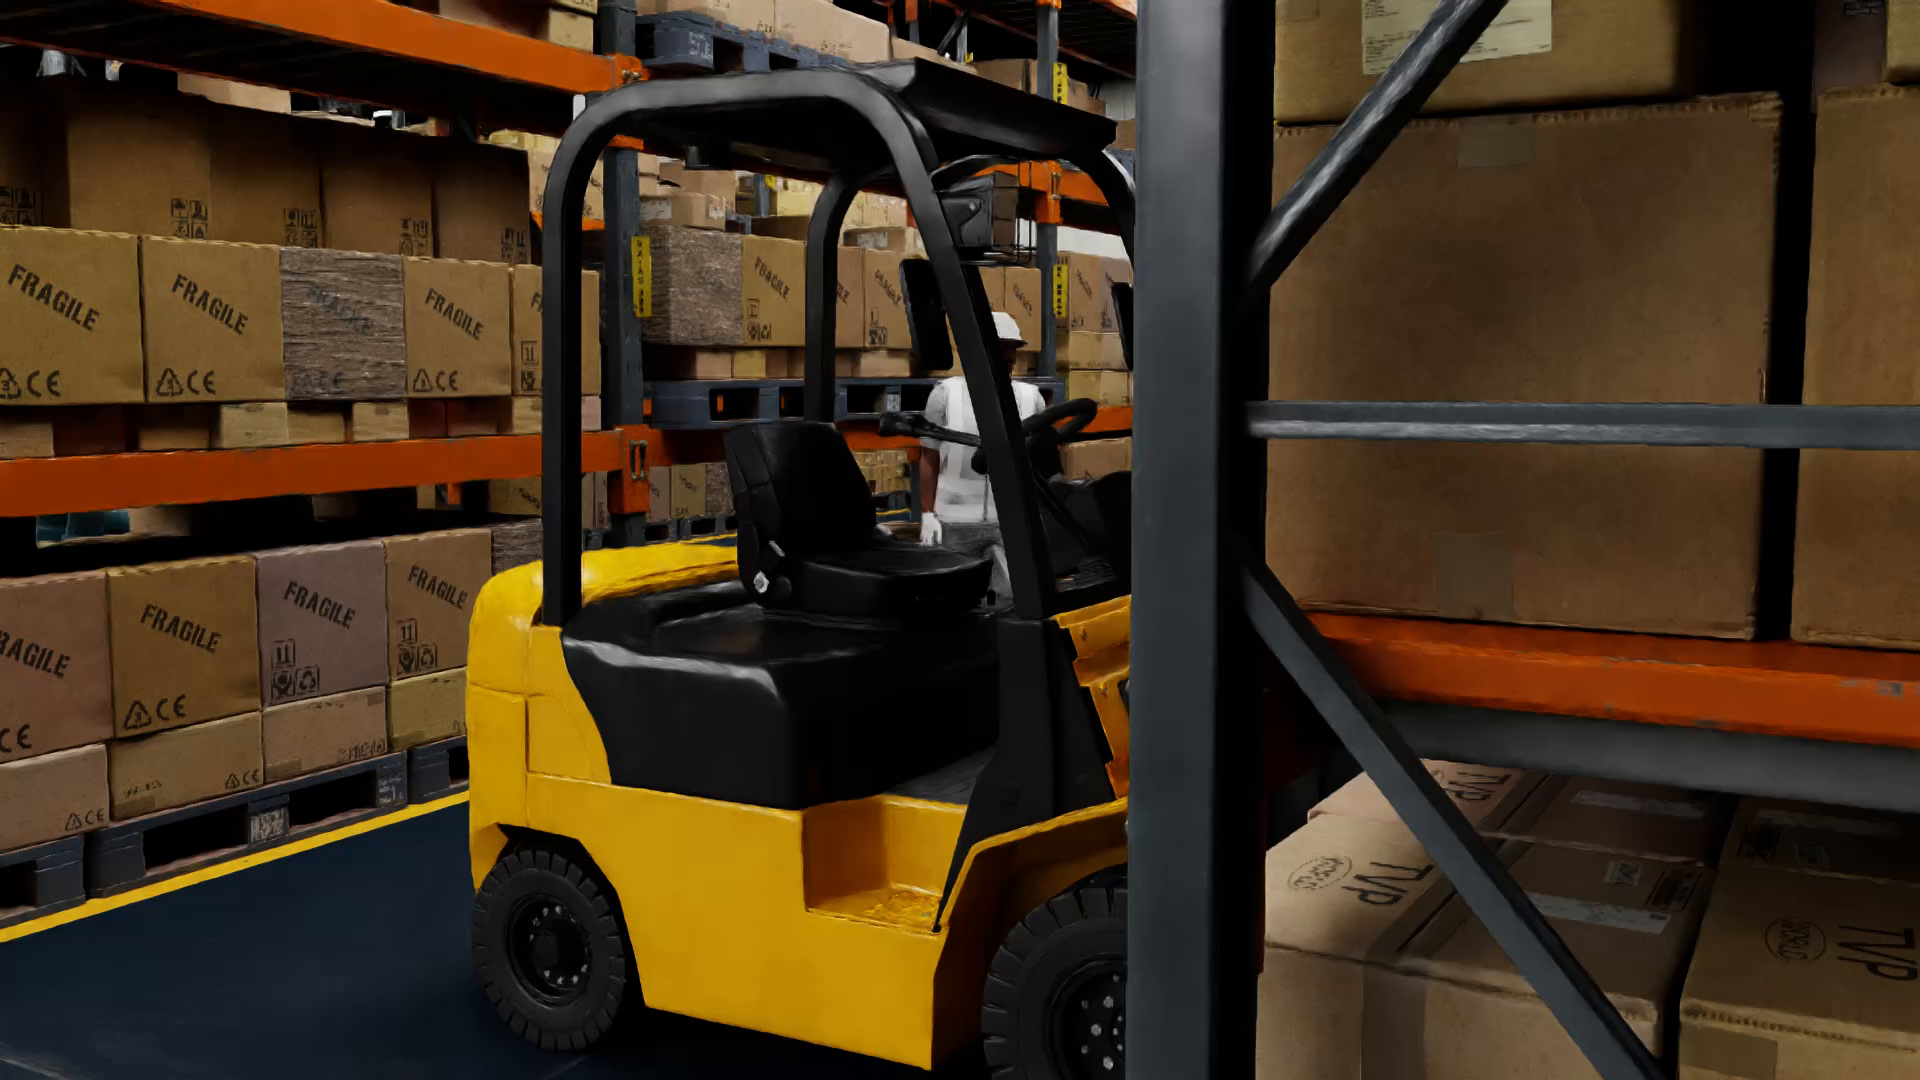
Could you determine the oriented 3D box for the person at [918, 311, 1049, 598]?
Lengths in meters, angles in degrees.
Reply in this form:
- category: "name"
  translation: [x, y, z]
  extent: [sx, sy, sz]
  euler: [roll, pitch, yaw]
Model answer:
- category: "person"
  translation: [0.109, -0.057, 6.981]
  extent: [0.566, 1.788, 0.534]
  euler: [0, 6, -2]
